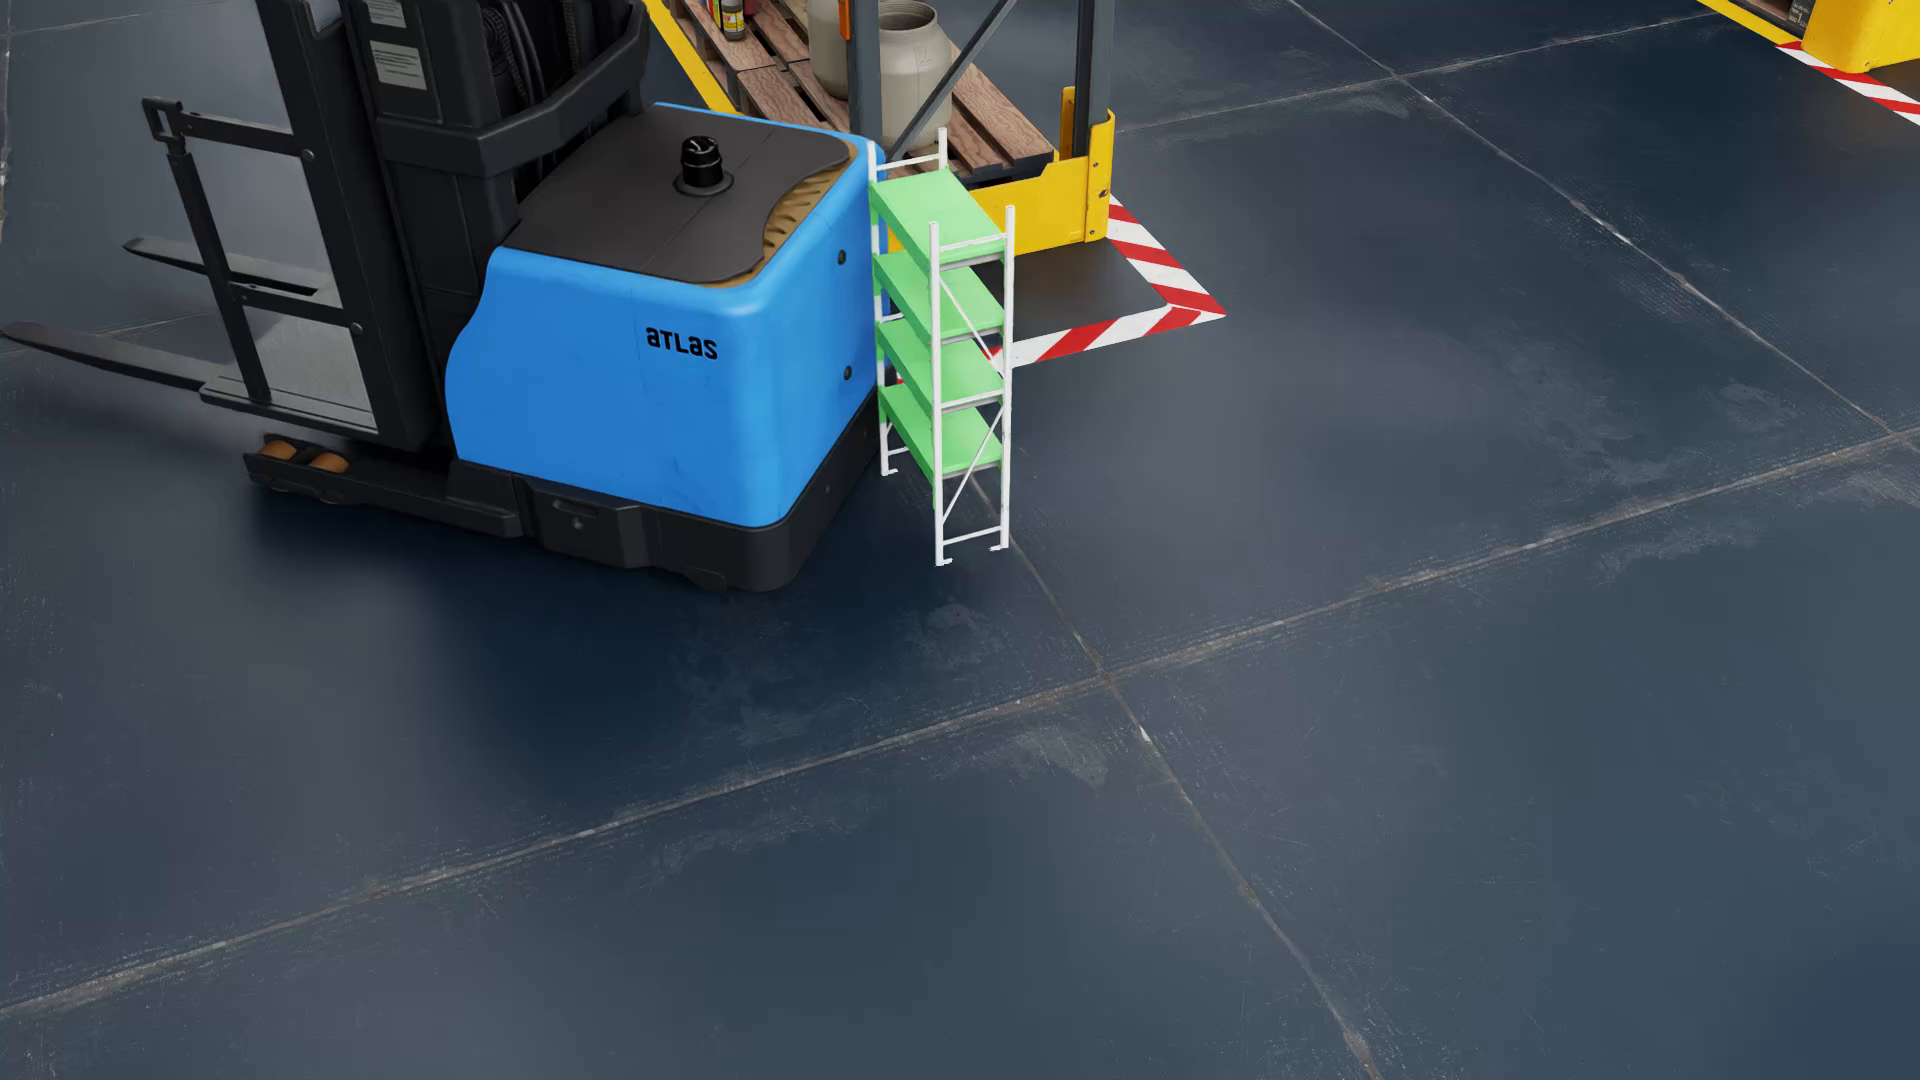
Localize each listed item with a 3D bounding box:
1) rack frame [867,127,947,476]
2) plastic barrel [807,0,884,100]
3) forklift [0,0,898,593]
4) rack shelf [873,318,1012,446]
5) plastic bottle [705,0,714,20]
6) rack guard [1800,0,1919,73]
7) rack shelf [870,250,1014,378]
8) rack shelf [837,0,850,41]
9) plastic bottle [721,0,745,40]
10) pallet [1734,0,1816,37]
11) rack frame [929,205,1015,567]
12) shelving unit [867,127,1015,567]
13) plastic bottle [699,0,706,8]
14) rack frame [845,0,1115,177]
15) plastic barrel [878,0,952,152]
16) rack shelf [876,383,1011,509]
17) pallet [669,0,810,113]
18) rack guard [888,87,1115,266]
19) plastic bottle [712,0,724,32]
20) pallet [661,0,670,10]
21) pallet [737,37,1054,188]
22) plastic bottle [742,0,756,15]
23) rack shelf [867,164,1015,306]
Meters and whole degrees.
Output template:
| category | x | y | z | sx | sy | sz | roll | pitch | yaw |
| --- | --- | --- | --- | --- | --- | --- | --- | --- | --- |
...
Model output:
| category | x | y | z | sx | sy | sz | roll | pitch | yaw |
| --- | --- | --- | --- | --- | --- | --- | --- | --- | --- |
| rack frame | -0.149 | -0.700 | 5.143 | 0.240 | 1.200 | 0.015 | -15 | 43 | -17 |
| plastic barrel | -0.434 | -2.174 | 7.063 | 0.421 | 0.512 | 0.421 | 0 | 41 | 0 |
| forklift | -1.782 | -1.536 | 4.788 | 3.031 | 2.935 | 1.130 | 13 | 42 | 15 |
| rack shelf | -0.057 | -0.505 | 5.013 | 0.258 | 0.148 | 0.480 | -15 | 43 | -17 |
| plastic bottle | -1.099 | -2.568 | 7.688 | 0.152 | 0.276 | 0.135 | -15 | 43 | -17 |
| rack guard | 4.627 | -2.612 | 7.904 | 1.175 | 0.500 | 0.348 | -15 | 43 | -17 |
| rack shelf | -0.058 | -0.687 | 4.857 | 0.258 | 0.148 | 0.480 | -15 | 43 | -17 |
| rack shelf | -0.685 | -3.211 | 7.235 | 1.077 | 0.370 | 4.000 | -15 | 43 | -17 |
| plastic bottle | -1.028 | -2.381 | 7.527 | 0.097 | 0.201 | 0.097 | 0 | 41 | 0 |
| pallet | 4.349 | -3.001 | 8.578 | 1.003 | 0.211 | 1.213 | -15 | 43 | -17 |
| rack frame | 0.035 | -0.407 | 4.799 | 0.240 | 1.200 | 0.015 | -15 | 43 | -17 |
| shelving unit | -0.057 | -0.553 | 4.971 | 0.258 | 1.200 | 0.503 | -15 | 43 | -17 |
| plastic bottle | -1.152 | -2.652 | 7.785 | 0.152 | 0.276 | 0.135 | -16 | 43 | -18 |
| rack frame | 0.080 | -2.279 | 5.599 | 1.000 | 3.000 | 0.127 | -15 | 43 | -17 |
| plastic barrel | -0.243 | -1.872 | 6.712 | 0.421 | 0.512 | 0.421 | 0 | 41 | 0 |
| rack shelf | -0.056 | -0.323 | 5.169 | 0.258 | 0.148 | 0.480 | -15 | 43 | -17 |
| pallet | -0.762 | -2.480 | 7.972 | 1.003 | 0.211 | 1.213 | -15 | 43 | -17 |
| rack guard | 0.007 | -1.365 | 6.454 | 1.175 | 0.500 | 0.348 | -15 | 43 | -17 |
| plastic bottle | -1.089 | -2.478 | 7.577 | 0.061 | 0.283 | 0.133 | -14 | 43 | -16 |
| pallet | -1.232 | -3.216 | 8.828 | 1.003 | 0.211 | 1.213 | -15 | 43 | -17 |
| pallet | -0.299 | -1.746 | 7.119 | 1.003 | 0.211 | 1.213 | -15 | 43 | -17 |
| plastic bottle | -1.001 | -2.598 | 7.717 | 0.061 | 0.283 | 0.133 | -15 | 43 | -17 |
| rack shelf | -0.059 | -0.869 | 4.701 | 0.258 | 0.148 | 0.480 | -15 | 43 | -17 |
